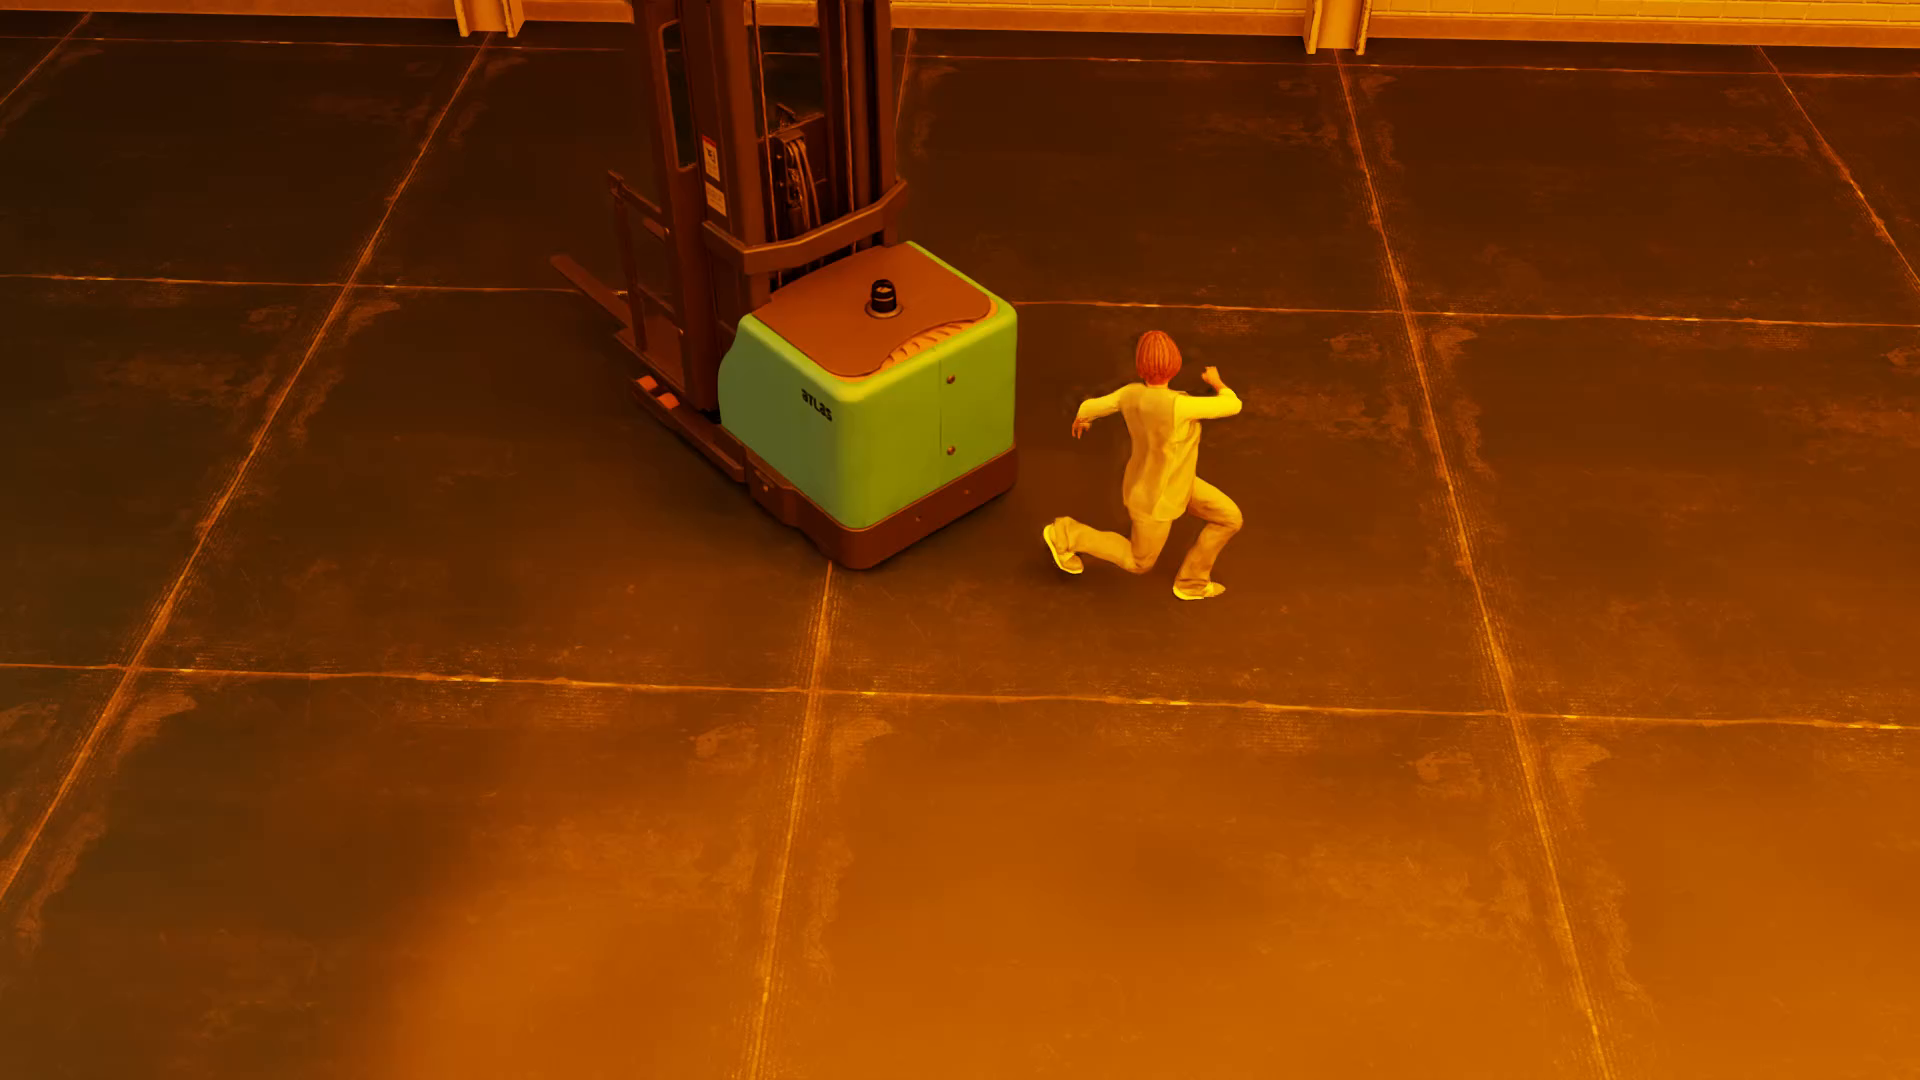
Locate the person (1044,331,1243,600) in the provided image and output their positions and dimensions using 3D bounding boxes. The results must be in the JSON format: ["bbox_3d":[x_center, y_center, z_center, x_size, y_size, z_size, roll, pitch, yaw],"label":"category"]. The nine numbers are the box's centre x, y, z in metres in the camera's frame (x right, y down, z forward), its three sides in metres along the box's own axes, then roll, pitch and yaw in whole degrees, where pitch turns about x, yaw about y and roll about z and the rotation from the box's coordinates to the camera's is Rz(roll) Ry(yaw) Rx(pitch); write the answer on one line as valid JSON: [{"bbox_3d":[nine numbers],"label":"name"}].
[{"bbox_3d":[0.818,-0.337,7.337,0.867,1.365,0.632,0,42,0],"label":"person"}]

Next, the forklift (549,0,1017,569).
[{"bbox_3d":[-1.065,-1.869,7.790,1.130,2.935,3.031,-30,50,-29],"label":"forklift"}]
